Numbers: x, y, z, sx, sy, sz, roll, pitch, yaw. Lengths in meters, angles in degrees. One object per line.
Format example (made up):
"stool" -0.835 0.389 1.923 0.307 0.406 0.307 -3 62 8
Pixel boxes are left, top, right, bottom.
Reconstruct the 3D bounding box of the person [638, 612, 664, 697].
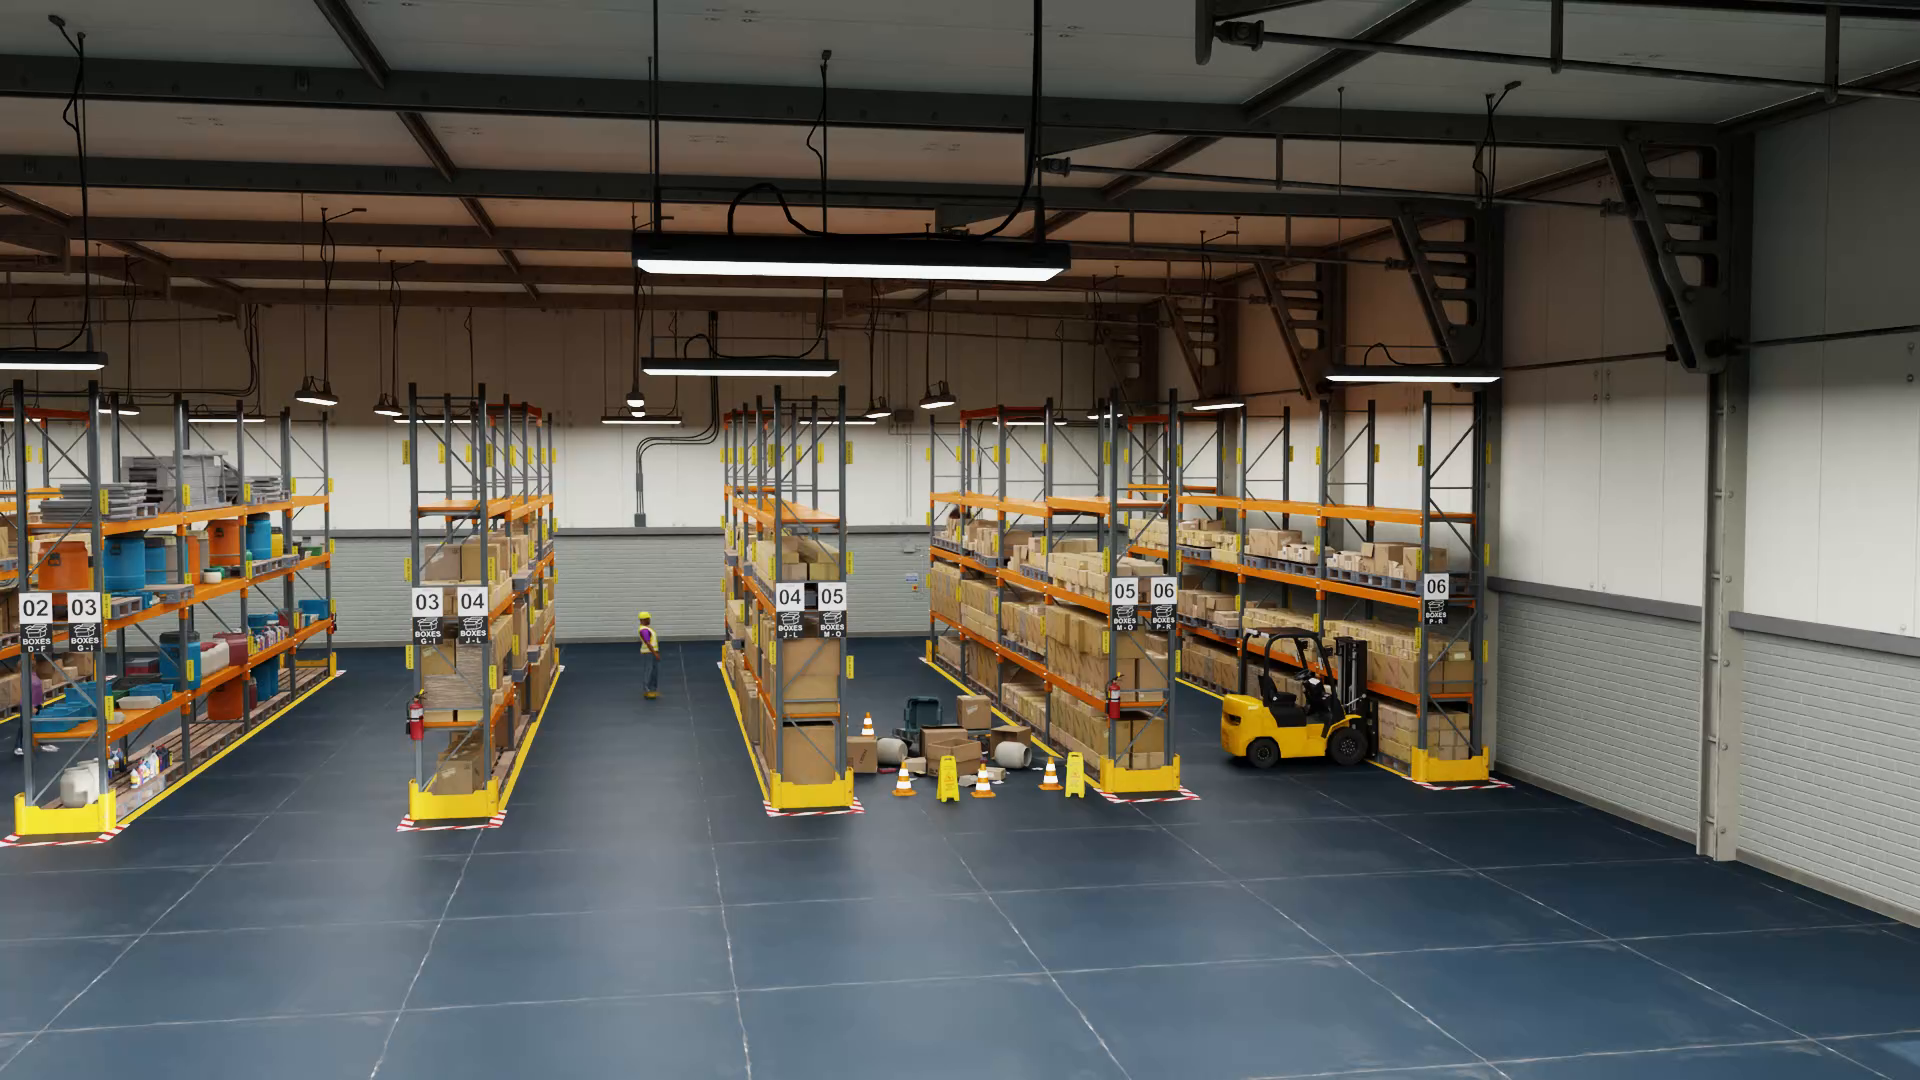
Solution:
"person" -6.410 2.384 34.465 0.626 1.797 0.593 1 3 16

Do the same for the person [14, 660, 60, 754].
"person" -15.563 2.793 27.933 0.543 1.607 0.558 0 3 5
